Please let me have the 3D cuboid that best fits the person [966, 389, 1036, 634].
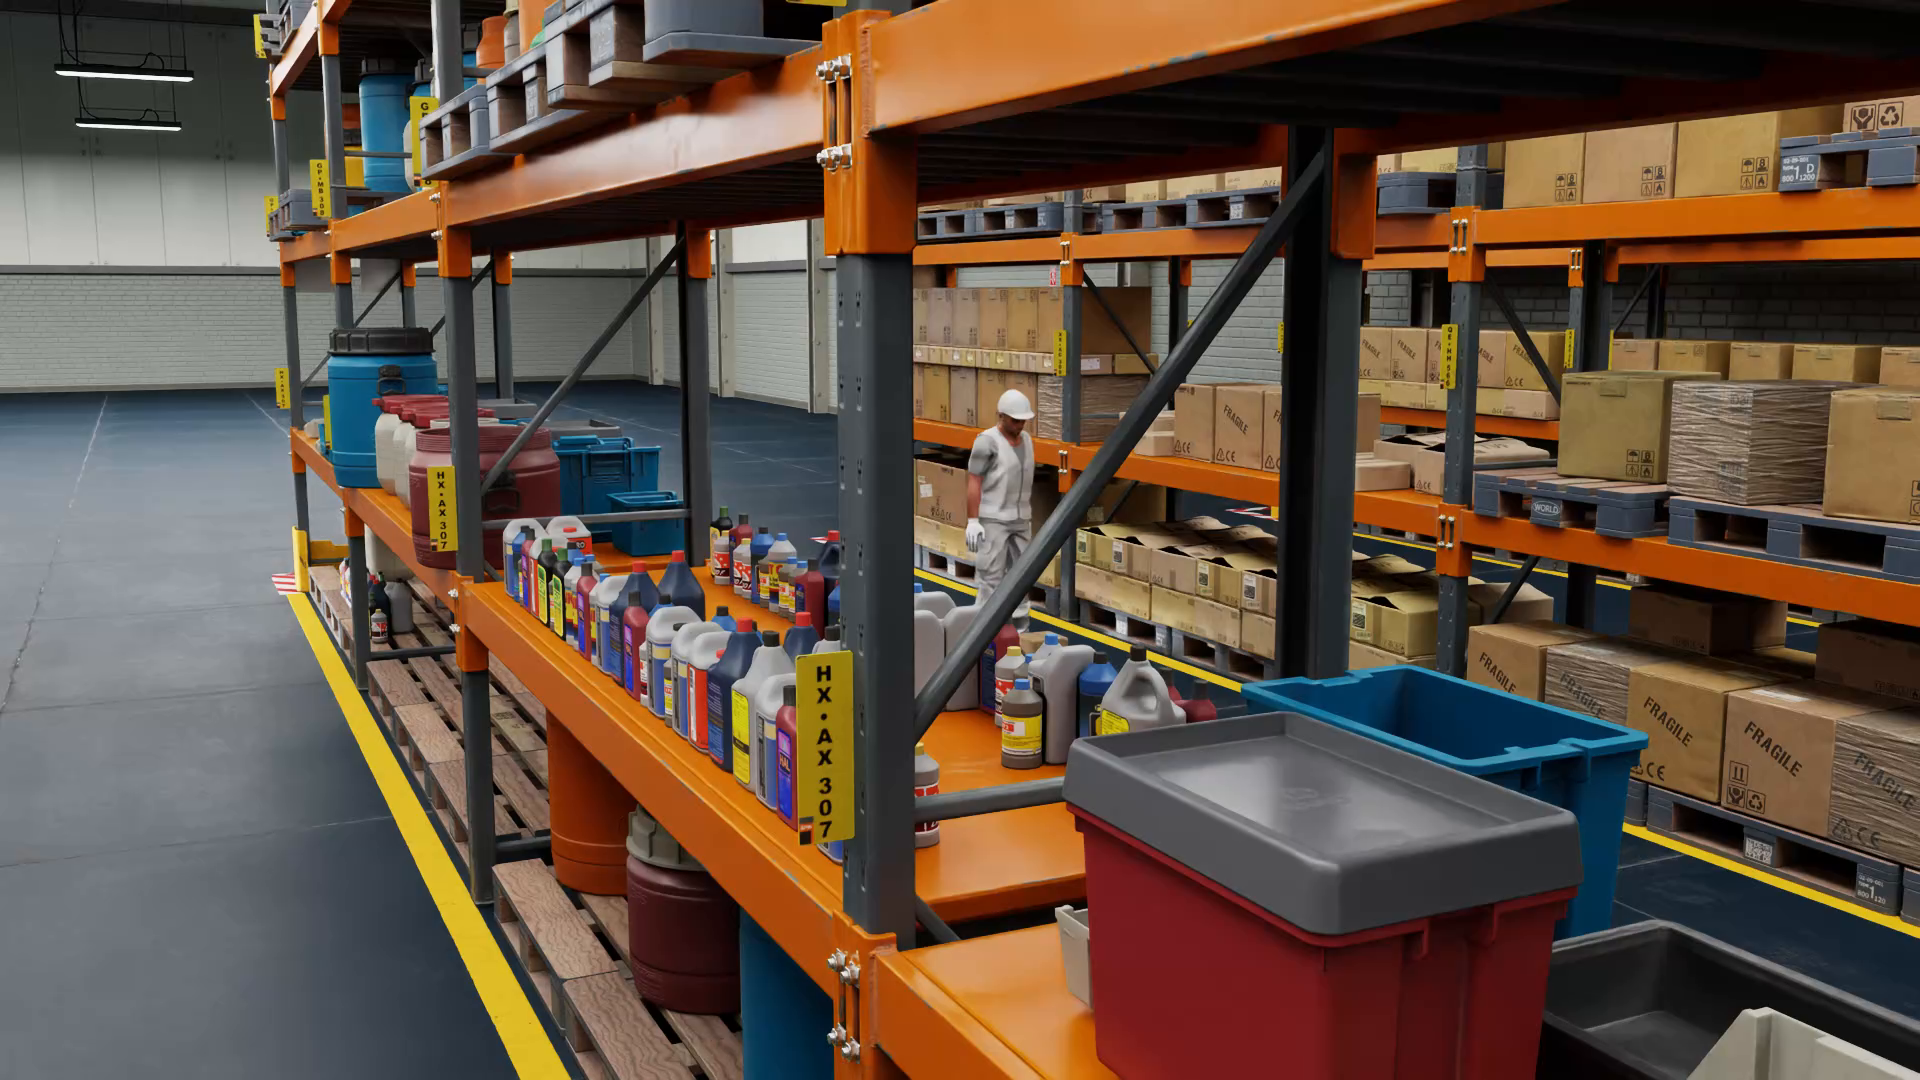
[{"bbox_3d":[0.316,-0.094,10.812,0.605,1.774,0.446,-7,11,-41],"label":"person"}]
